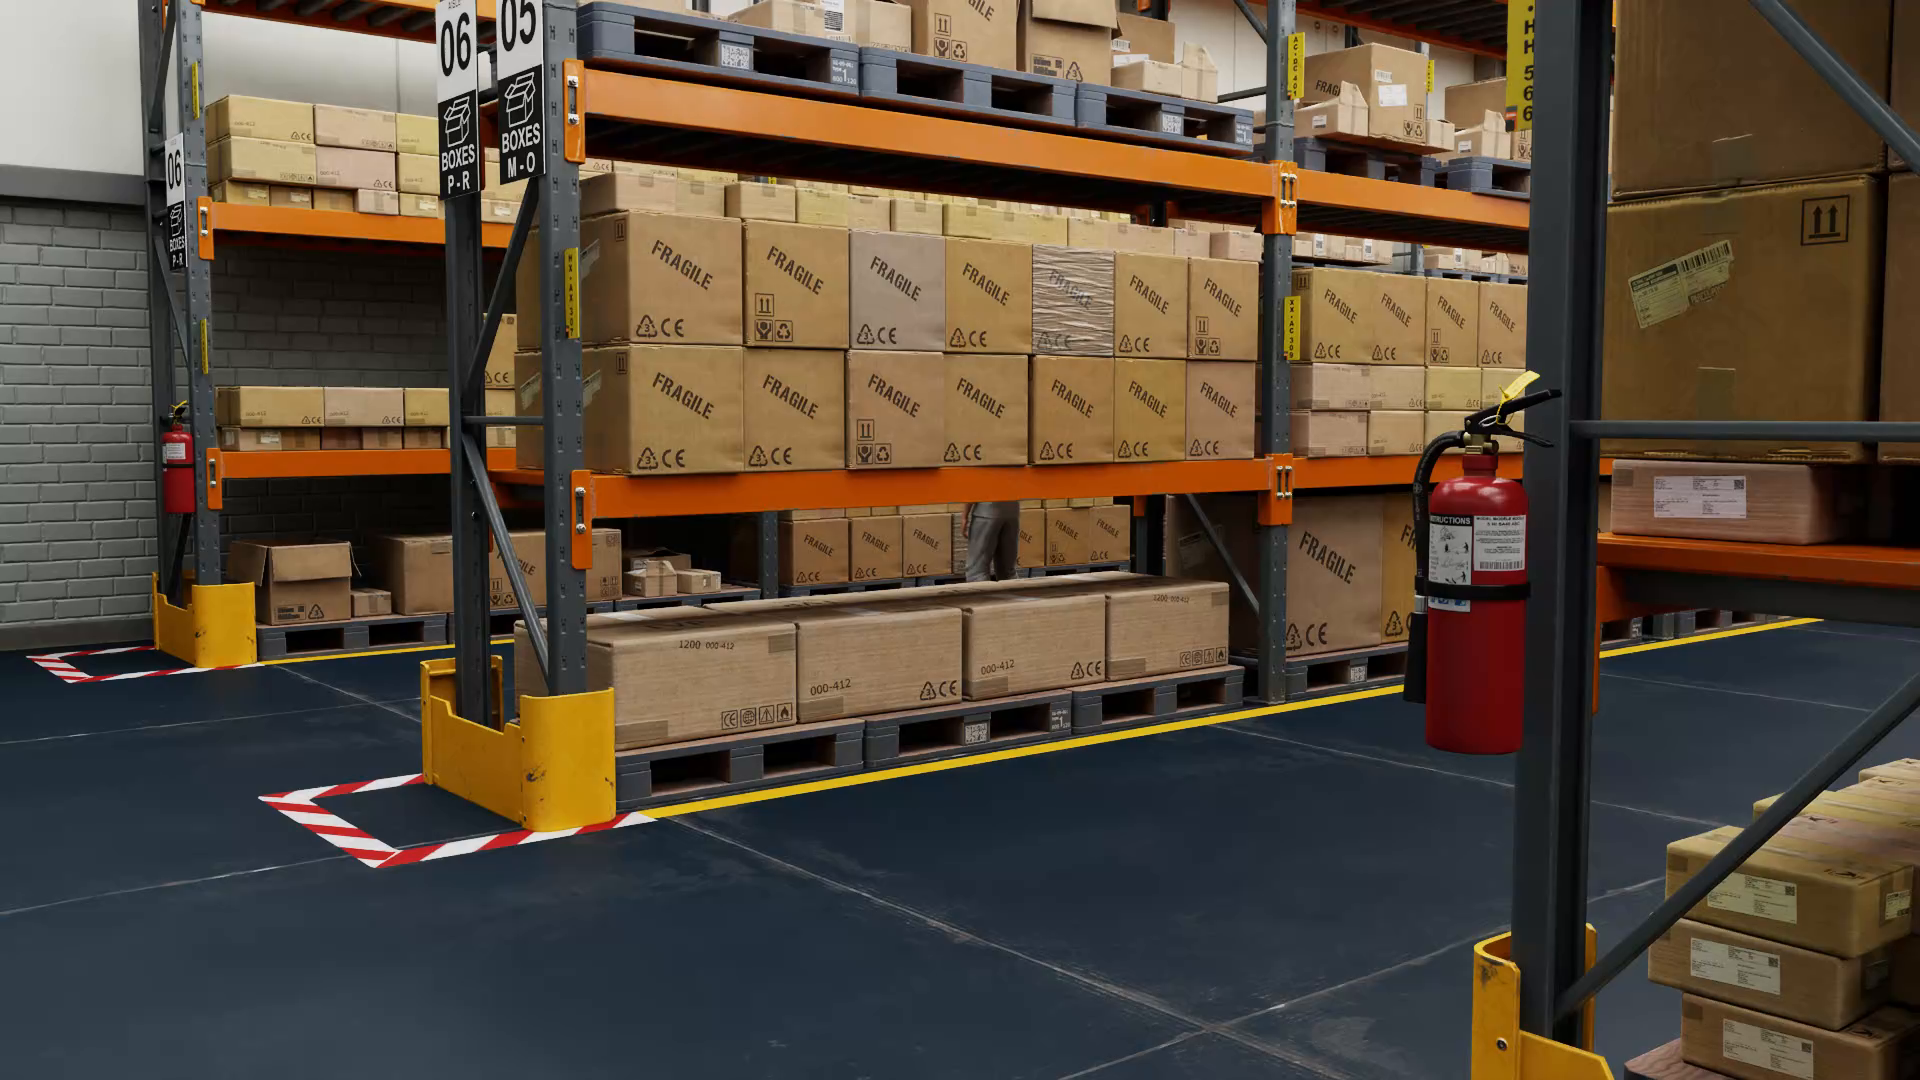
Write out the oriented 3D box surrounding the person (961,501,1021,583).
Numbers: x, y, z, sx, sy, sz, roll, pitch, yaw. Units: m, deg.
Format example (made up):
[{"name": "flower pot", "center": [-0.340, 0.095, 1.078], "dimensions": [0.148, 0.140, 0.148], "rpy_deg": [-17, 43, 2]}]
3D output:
[{"name": "person", "center": [0.213, -0.136, 10.993], "dimensions": [0.491, 1.673, 0.355], "rpy_deg": [-4, 6, -39]}]
